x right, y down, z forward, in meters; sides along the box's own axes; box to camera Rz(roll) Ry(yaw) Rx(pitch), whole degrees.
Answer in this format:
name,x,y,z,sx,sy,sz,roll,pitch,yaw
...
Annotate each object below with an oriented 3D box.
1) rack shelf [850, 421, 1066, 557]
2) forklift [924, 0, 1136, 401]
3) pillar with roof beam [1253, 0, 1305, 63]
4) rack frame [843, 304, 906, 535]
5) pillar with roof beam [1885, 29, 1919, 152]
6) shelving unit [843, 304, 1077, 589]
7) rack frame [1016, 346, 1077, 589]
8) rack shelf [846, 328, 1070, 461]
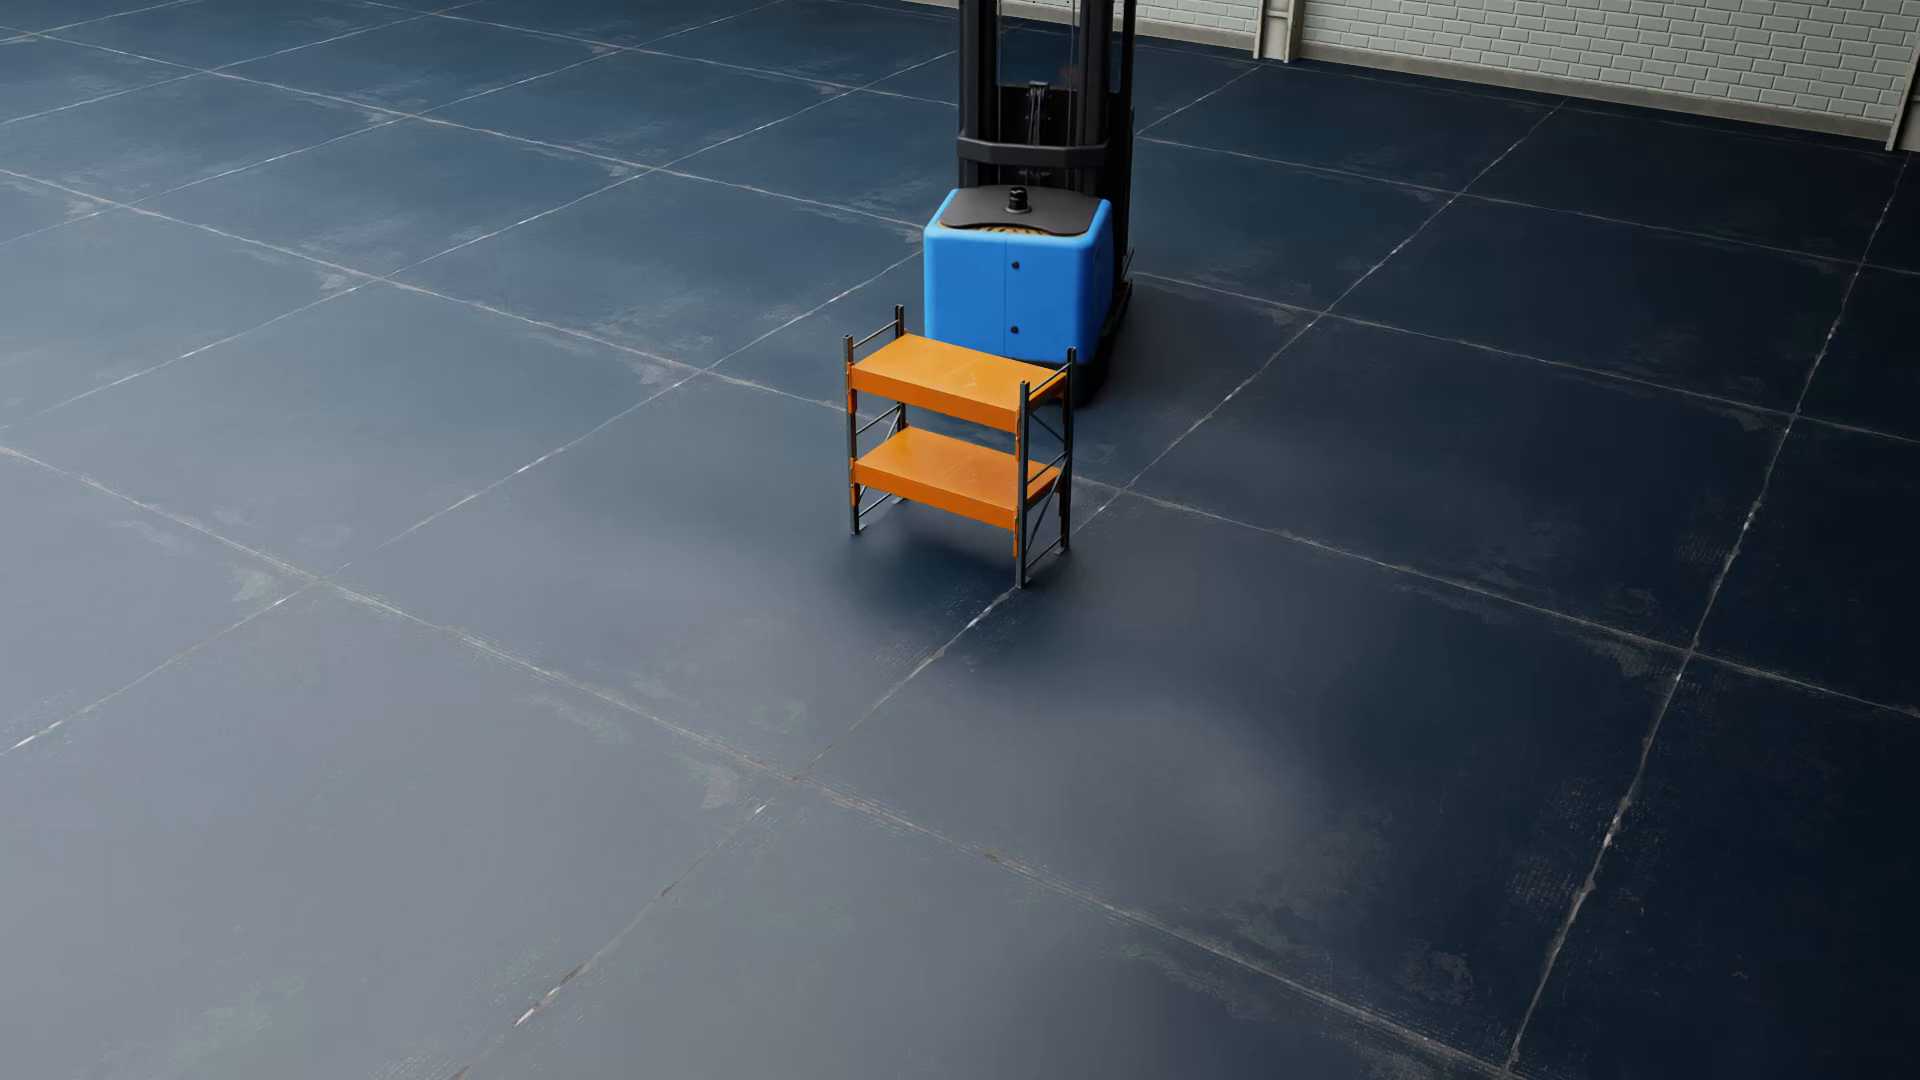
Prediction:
name,x,y,z,sx,sy,sz,roll,pitch,yaw
rack shelf,-0.006,-0.276,8.593,1.000,0.278,0.538,18,35,27
forklift,0.584,-2.837,10.704,1.130,2.935,3.031,6,31,11
pillar with roof beam,1.026,-7.107,12.002,0.400,9.000,9.100,18,35,27
rack frame,-0.436,-0.624,8.703,0.032,1.125,0.500,18,35,27
pillar with roof beam,6.108,-5.499,9.247,0.400,9.000,9.100,18,35,27
shelving unit,-0.006,-0.488,8.470,1.048,1.125,0.538,18,35,27
rack frame,0.425,-0.351,8.236,0.032,1.125,0.500,18,35,27
rack shelf,-0.006,-0.740,8.322,1.000,0.278,0.538,18,35,27
